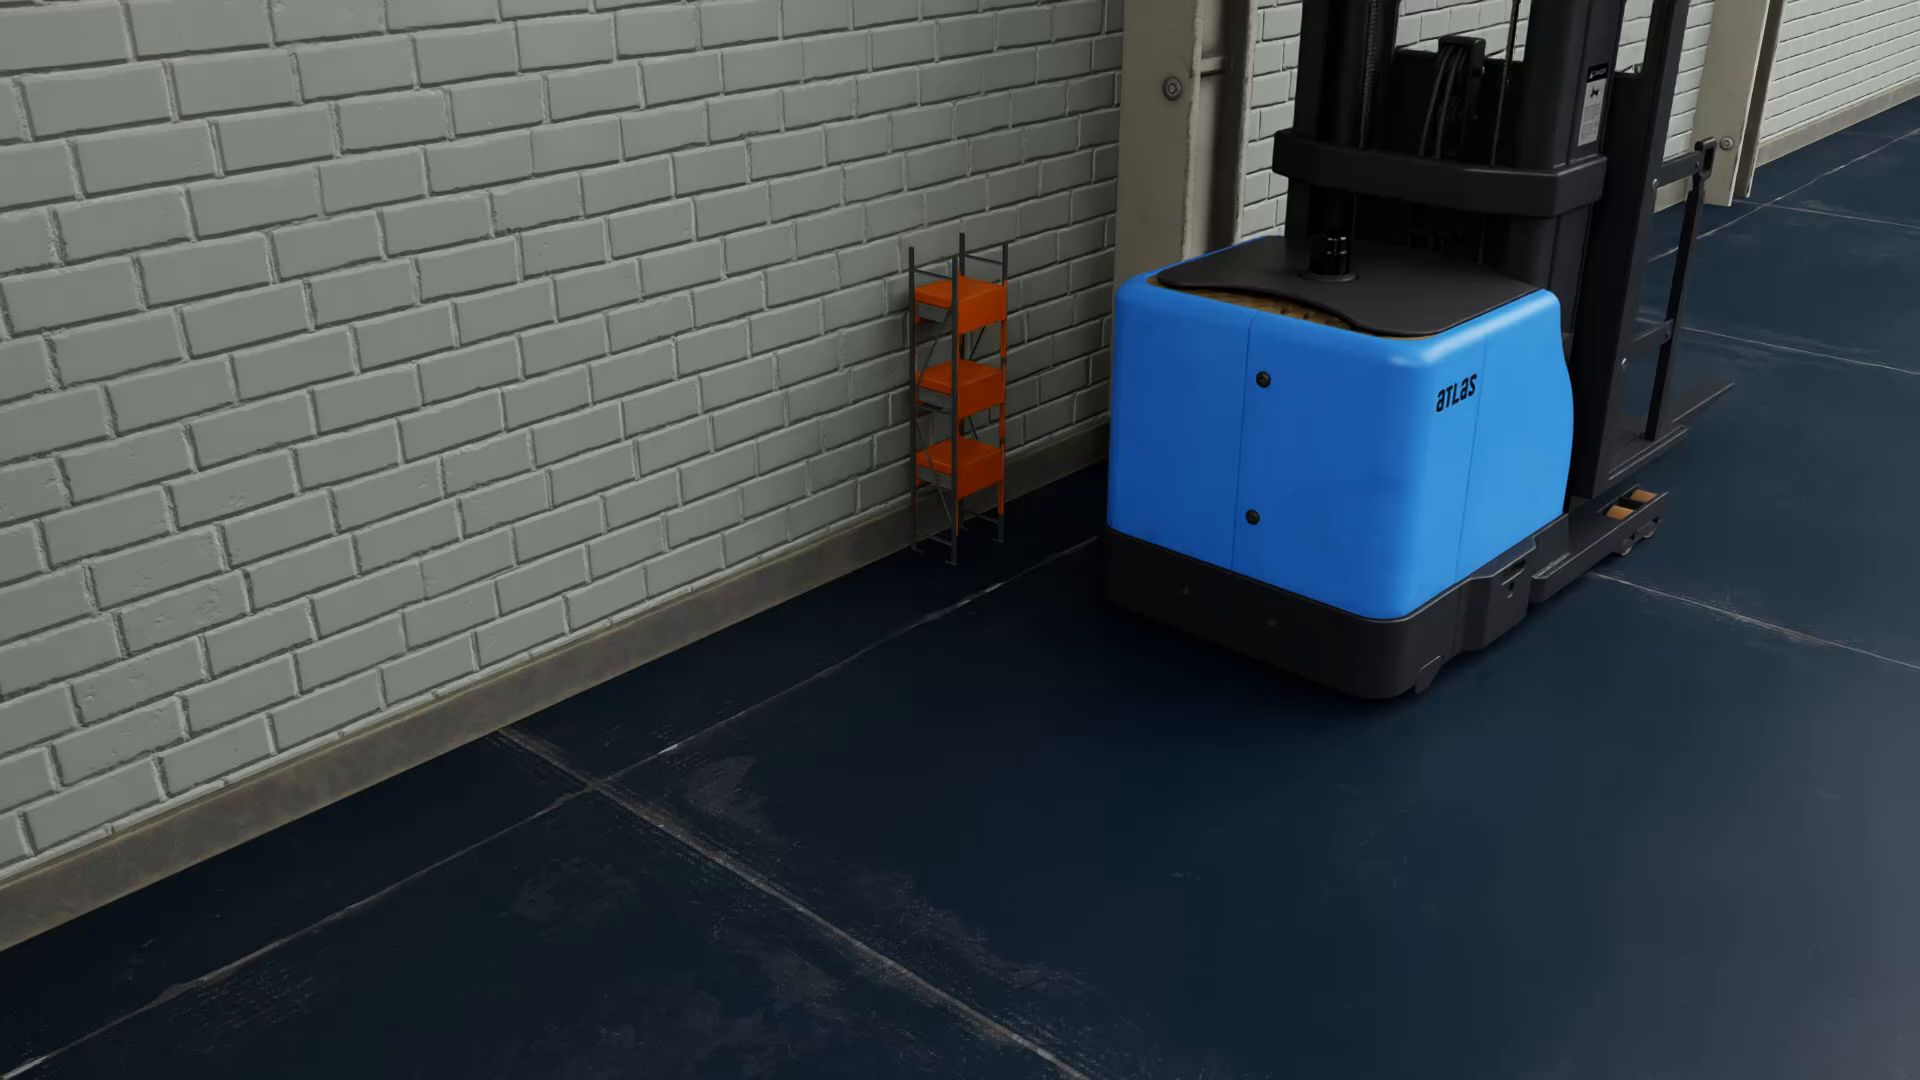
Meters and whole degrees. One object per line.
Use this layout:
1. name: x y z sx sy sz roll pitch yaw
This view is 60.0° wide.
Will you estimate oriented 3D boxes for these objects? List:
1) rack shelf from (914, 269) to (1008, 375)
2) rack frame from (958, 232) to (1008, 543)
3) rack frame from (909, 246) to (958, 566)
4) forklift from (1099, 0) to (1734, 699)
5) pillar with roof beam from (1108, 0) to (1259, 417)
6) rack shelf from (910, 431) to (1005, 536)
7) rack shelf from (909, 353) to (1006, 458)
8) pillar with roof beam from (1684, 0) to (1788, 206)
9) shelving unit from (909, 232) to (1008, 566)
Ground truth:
1. rack shelf: -0.005 -0.706 5.372 0.215 0.259 0.240 20 31 37
2. rack frame: 0.074 -0.495 5.569 0.200 1.050 0.008 20 31 37
3. rack frame: -0.087 -0.420 5.401 0.200 1.050 0.008 20 31 37
4. forklift: 1.807 -1.412 5.318 1.130 2.935 3.031 21 32 38
5. pillar with roof beam: 4.022 -3.291 2.090 9.100 9.000 0.400 20 31 38
6. rack shelf: -0.008 -0.195 5.604 0.215 0.259 0.240 20 31 37
7. rack shelf: -0.007 -0.448 5.489 0.215 0.259 0.240 20 31 37
8. pillar with roof beam: 8.027 -5.119 6.167 9.100 9.000 0.400 20 31 38
9. shelving unit: -0.006 -0.457 5.485 0.215 1.050 0.252 20 31 37
